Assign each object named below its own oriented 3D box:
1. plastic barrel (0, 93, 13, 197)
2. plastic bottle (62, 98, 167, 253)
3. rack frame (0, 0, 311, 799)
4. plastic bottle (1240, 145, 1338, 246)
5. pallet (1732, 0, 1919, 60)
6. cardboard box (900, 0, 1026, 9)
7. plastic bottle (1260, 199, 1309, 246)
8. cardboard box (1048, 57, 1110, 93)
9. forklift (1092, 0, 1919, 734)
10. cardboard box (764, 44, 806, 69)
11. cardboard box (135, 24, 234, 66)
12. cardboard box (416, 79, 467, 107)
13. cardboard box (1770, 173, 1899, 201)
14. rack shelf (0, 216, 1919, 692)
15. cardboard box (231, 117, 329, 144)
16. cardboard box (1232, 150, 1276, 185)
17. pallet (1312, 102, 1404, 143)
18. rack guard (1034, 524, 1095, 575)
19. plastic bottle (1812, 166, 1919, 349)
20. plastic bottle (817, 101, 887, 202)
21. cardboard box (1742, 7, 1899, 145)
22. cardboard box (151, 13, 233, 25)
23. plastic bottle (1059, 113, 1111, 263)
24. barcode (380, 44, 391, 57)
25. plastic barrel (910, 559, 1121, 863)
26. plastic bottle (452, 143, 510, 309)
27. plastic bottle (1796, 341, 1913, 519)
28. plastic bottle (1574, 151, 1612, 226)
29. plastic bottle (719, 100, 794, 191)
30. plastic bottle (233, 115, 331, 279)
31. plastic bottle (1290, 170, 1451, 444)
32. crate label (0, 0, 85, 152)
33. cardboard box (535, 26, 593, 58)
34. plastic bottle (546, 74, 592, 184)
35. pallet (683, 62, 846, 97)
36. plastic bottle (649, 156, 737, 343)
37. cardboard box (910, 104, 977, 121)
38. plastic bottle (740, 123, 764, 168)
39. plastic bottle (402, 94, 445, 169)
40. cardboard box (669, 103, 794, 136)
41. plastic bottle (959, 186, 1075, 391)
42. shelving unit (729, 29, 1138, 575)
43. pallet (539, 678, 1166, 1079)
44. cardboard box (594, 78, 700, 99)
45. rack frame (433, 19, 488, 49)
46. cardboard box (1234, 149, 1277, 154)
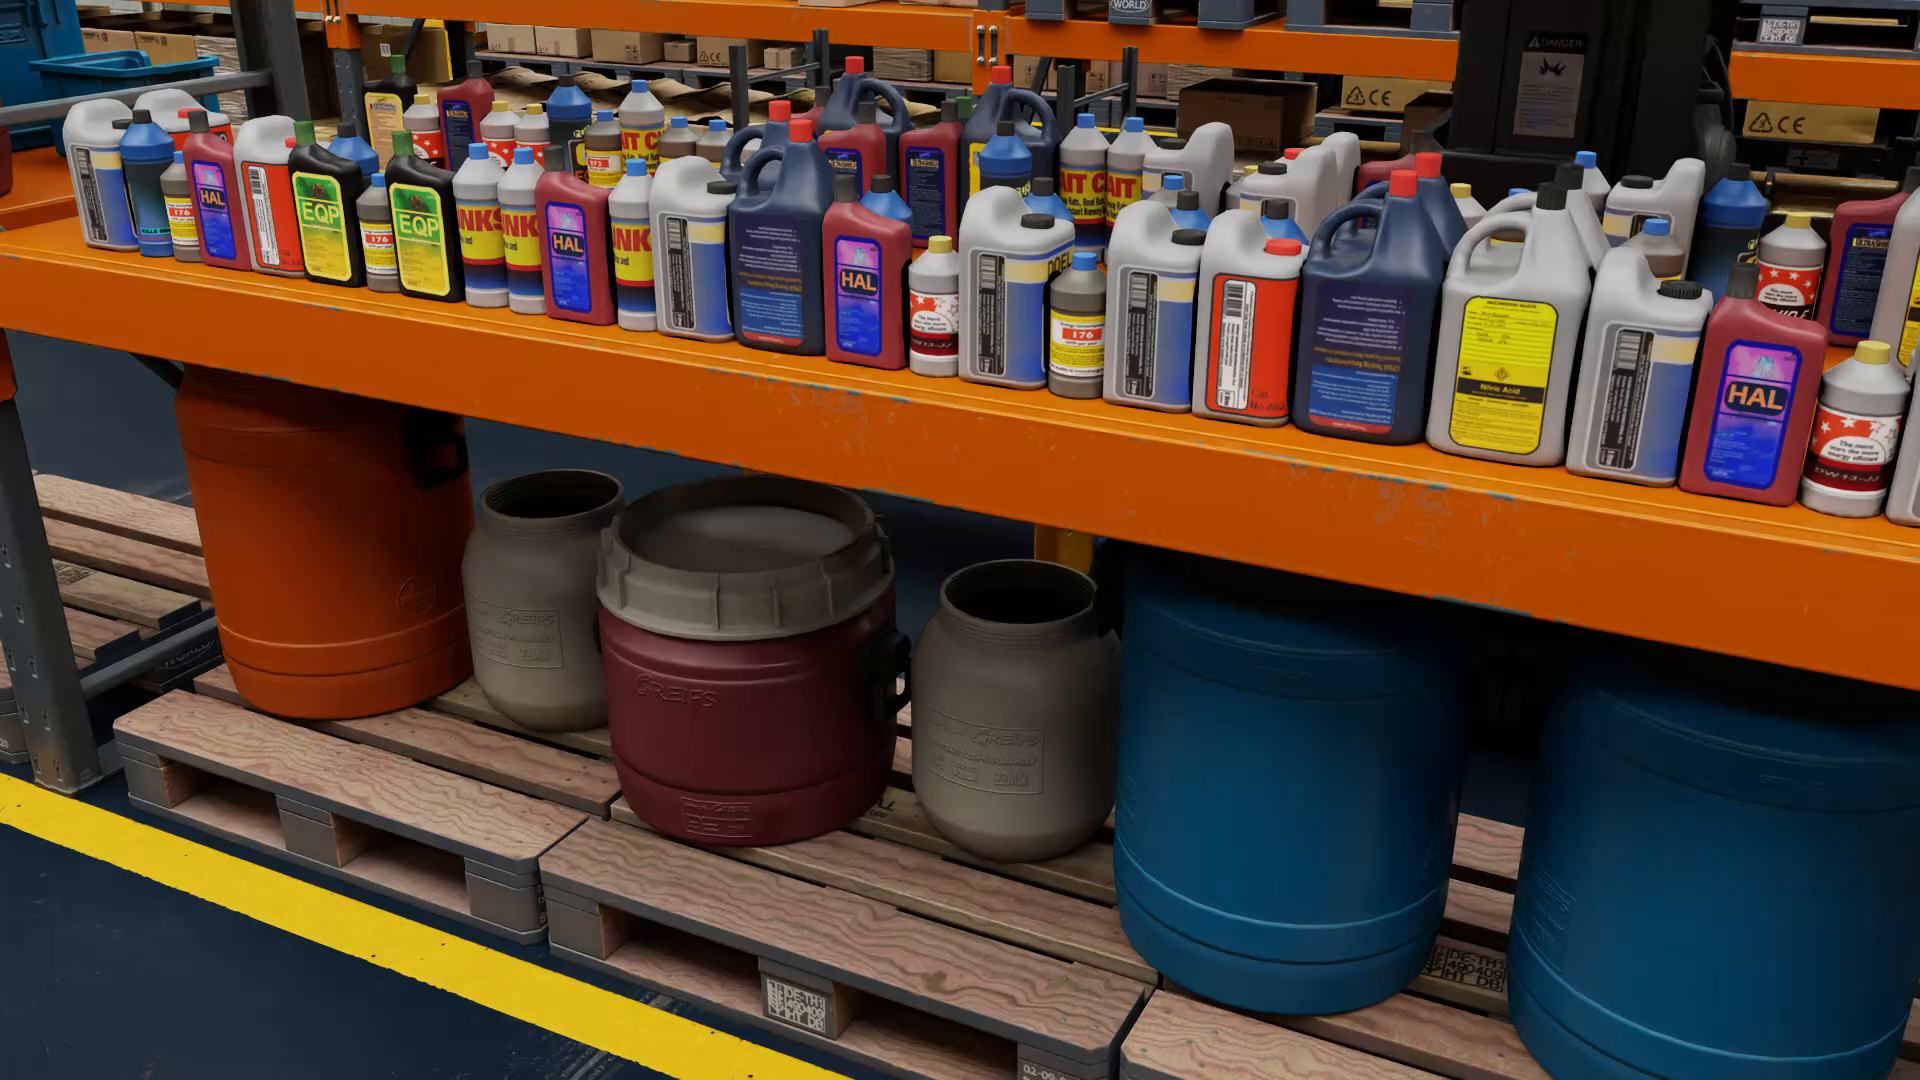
[{"bbox_3d":[-2.433,-1.006,3.608,0.708,0.536,0.600,11,25,25],"label":"plastic barrel"},{"bbox_3d":[-1.642,-0.720,3.270,0.135,0.276,0.152,11,25,25],"label":"plastic bottle"},{"bbox_3d":[-1.882,-0.967,3.691,0.127,3.000,1.000,11,25,25],"label":"rack frame"},{"bbox_3d":[0.551,-0.529,2.819,0.135,0.276,0.152,11,25,25],"label":"plastic bottle"},{"bbox_3d":[3.262,-2.081,6.555,1.213,0.211,1.003,11,25,25],"label":"pallet"},{"bbox_3d":[0.051,-2.735,7.961,0.500,0.311,0.500,13,26,28],"label":"cardboard box"},{"bbox_3d":[0.454,-0.358,2.424,0.097,0.271,0.097,0,23,0],"label":"plastic bottle"},{"bbox_3d":[1.058,-3.797,12.978,0.500,0.500,0.700,11,25,24],"label":"cardboard box"},{"bbox_3d":[1.908,-0.956,3.753,3.031,2.935,1.130,11,25,24],"label":"forklift"},{"bbox_3d":[-1.473,-4.116,14.153,0.250,0.166,0.380,8,24,18],"label":"cardboard box"},{"bbox_3d":[-4.615,-2.860,10.162,0.500,0.500,0.500,11,25,25],"label":"cardboard box"},{"bbox_3d":[-2.957,-2.428,9.388,0.500,0.311,0.500,11,26,25],"label":"cardboard box"},{"bbox_3d":[3.604,-1.213,6.900,0.500,0.500,0.500,10,25,22],"label":"cardboard box"},{"bbox_3d":[-0.097,-0.283,3.001,4.000,0.370,1.077,11,25,25],"label":"rack shelf"},{"bbox_3d":[-4.168,-2.428,10.103,0.500,0.250,0.500,11,25,25],"label":"cardboard box"},{"bbox_3d":[1.103,-1.478,7.524,0.500,0.500,0.500,10,25,23],"label":"cardboard box"},{"bbox_3d":[3.257,-2.978,11.983,1.213,0.211,1.003,11,25,25],"label":"pallet"},{"bbox_3d":[0.376,-0.041,5.026,0.087,0.250,0.587,11,25,25],"label":"rack guard"},{"bbox_3d":[1.434,-0.444,2.611,0.133,0.283,0.061,11,25,25],"label":"plastic bottle"},{"bbox_3d":[-0.209,-0.706,3.226,0.133,0.283,0.061,11,25,25],"label":"plastic bottle"},{"bbox_3d":[5.519,-2.994,10.668,0.750,0.750,0.750,12,26,25],"label":"cardboard box"},{"bbox_3d":[-4.826,-3.131,10.798,0.500,0.500,0.500,11,25,25],"label":"cardboard box"},{"bbox_3d":[0.235,-0.668,3.152,0.097,0.271,0.097,0,23,0],"label":"plastic bottle"},{"bbox_3d":[-3.174,-2.706,9.185,0.075,0.075,0.001,11,25,25],"label":"barcode"},{"bbox_3d":[0.114,0.333,3.276,0.421,0.512,0.421,0,23,0],"label":"plastic barrel"},{"bbox_3d":[-0.813,-0.542,2.857,0.097,0.271,0.097,0,23,0],"label":"plastic bottle"},{"bbox_3d":[1.074,-0.137,1.992,0.097,0.201,0.097,0,23,0],"label":"plastic bottle"},{"bbox_3d":[1.029,-0.511,2.783,0.097,0.271,0.097,0,23,0],"label":"plastic bottle"},{"bbox_3d":[-0.315,-0.557,2.791,0.185,0.351,0.144,11,25,25],"label":"plastic bottle"},{"bbox_3d":[-1.229,-0.639,3.078,0.135,0.276,0.152,11,25,25],"label":"plastic bottle"},{"bbox_3d":[0.555,-0.319,2.229,0.185,0.351,0.144,11,25,25],"label":"plastic bottle"},{"bbox_3d":[-2.647,-1.253,4.318,0.616,0.435,0.502,11,25,25],"label":"crate label"},{"bbox_3d":[-3.466,-4.550,14.991,0.500,0.311,0.500,14,27,29],"label":"cardboard box"},{"bbox_3d":[-0.854,-0.883,3.659,0.097,0.271,0.097,0,23,0],"label":"plastic bottle"},{"bbox_3d":[-1.597,-3.956,14.283,1.213,0.211,1.003,11,25,25],"label":"pallet"},{"bbox_3d":[-0.404,-0.476,2.694,0.135,0.276,0.152,11,25,25],"label":"plastic bottle"},{"bbox_3d":[0.021,-2.077,8.562,0.500,0.311,0.500,12,26,26],"label":"cardboard box"},{"bbox_3d":[-0.420,-0.765,3.470,0.097,0.201,0.097,0,23,0],"label":"plastic bottle"},{"bbox_3d":[-1.234,-0.926,3.849,0.097,0.201,0.097,0,23,0],"label":"plastic bottle"},{"bbox_3d":[-1.138,-2.068,8.541,0.500,0.311,0.500,11,25,24],"label":"cardboard box"},{"bbox_3d":[0.087,-0.378,2.465,0.135,0.276,0.152,11,25,25],"label":"plastic bottle"},{"bbox_3d":[-0.068,-0.704,4.988,1.083,1.500,0.587,11,25,25],"label":"shelving unit"},{"bbox_3d":[-0.075,0.657,3.436,1.213,0.211,1.003,11,25,25],"label":"pallet"},{"bbox_3d":[-1.811,-2.438,9.411,0.500,0.311,0.500,11,25,24],"label":"cardboard box"},{"bbox_3d":[-4.552,-5.840,15.148,0.127,3.000,1.000,11,25,25],"label":"rack frame"},{"bbox_3d":[1.297,-1.665,7.965,0.500,0.500,0.500,12,26,27],"label":"cardboard box"}]
